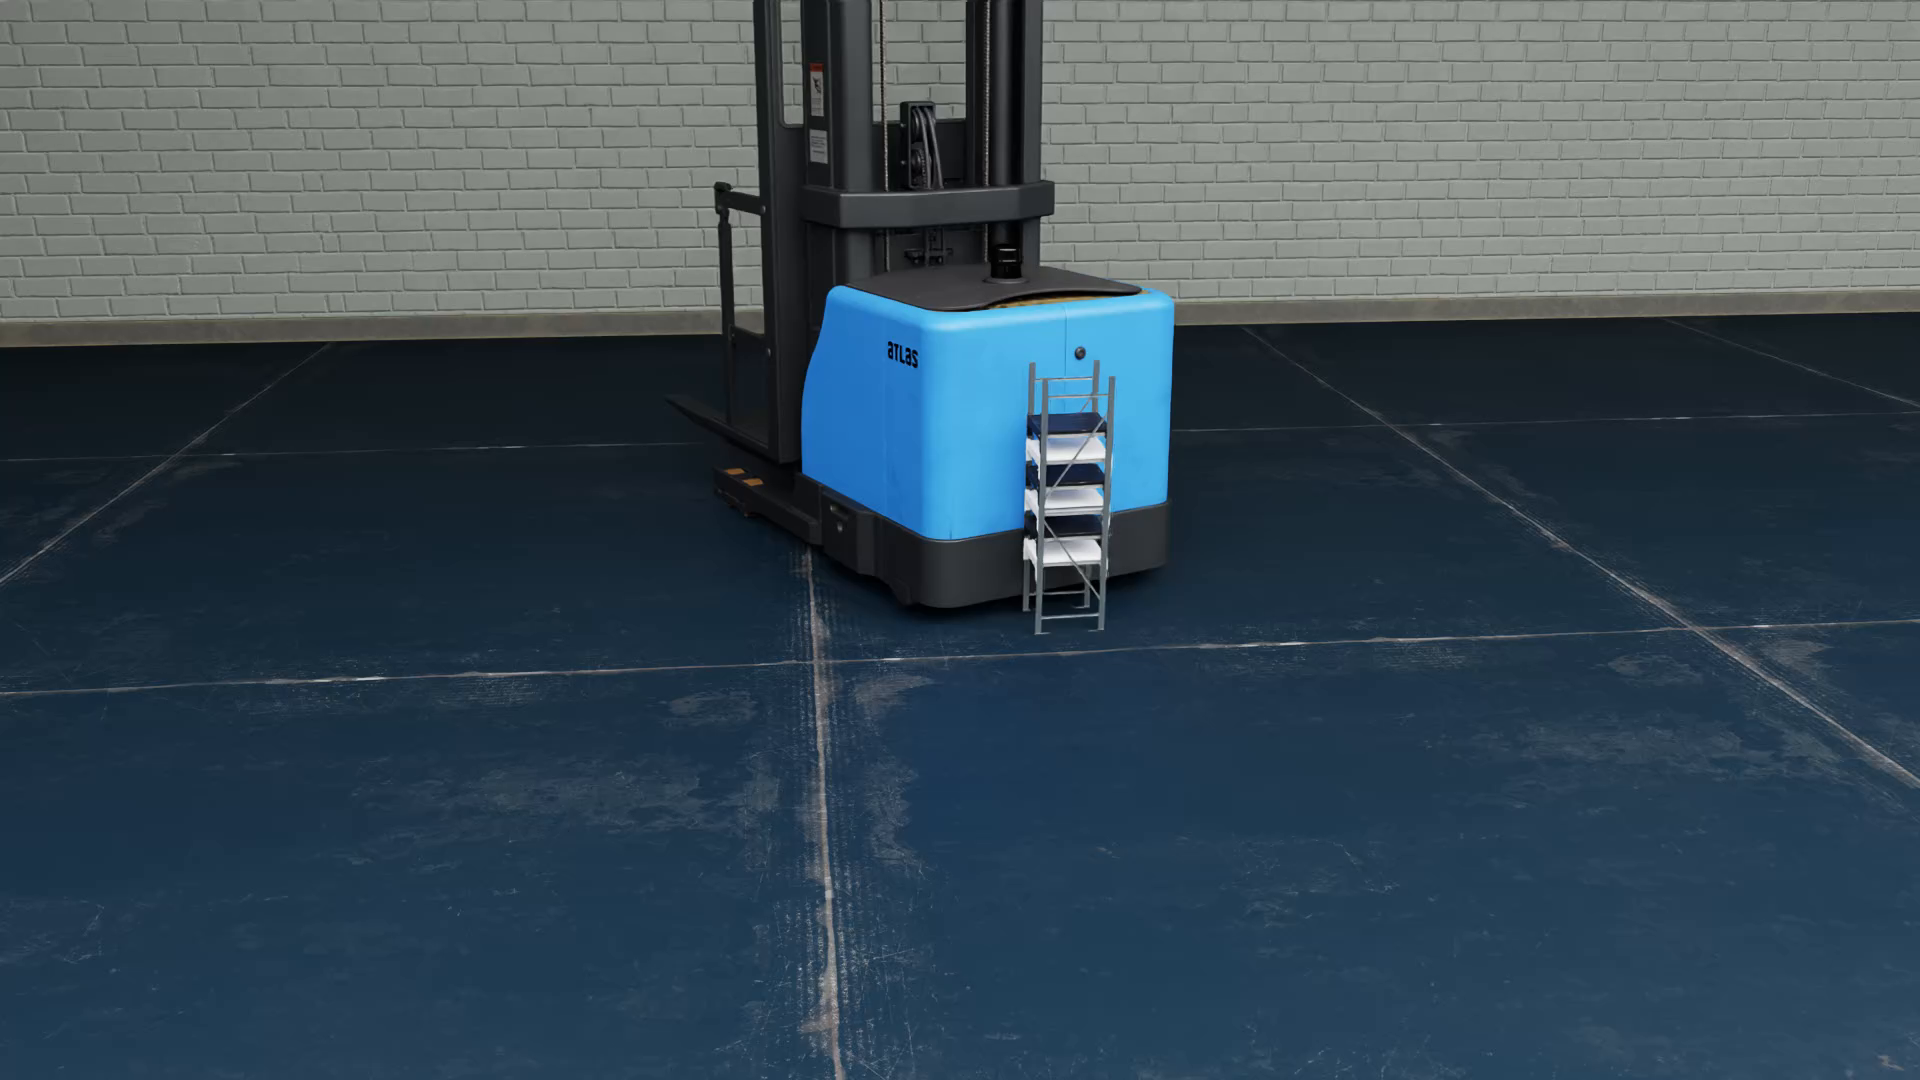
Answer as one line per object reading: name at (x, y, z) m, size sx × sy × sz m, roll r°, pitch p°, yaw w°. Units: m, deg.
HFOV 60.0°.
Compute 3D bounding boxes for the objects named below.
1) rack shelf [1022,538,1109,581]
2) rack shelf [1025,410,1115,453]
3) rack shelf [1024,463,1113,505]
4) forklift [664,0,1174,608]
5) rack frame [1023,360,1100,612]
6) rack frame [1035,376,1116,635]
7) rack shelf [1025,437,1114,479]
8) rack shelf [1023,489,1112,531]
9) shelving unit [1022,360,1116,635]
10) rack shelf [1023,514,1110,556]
rack shelf at (0.358, 0.060, 5.674) m, size 0.258 × 0.077 × 0.200 m, roll -3°, pitch 21°, yaw -9°
rack shelf at (0.363, -0.360, 5.512) m, size 0.258 × 0.077 × 0.200 m, roll -3°, pitch 21°, yaw -9°
rack shelf at (0.361, -0.192, 5.577) m, size 0.258 × 0.077 × 0.200 m, roll -3°, pitch 21°, yaw -9°
forklift at (-0.402, -1.555, 6.736) m, size 1.130 × 2.935 × 3.031 m, roll -10°, pitch 20°, yaw -29°
rack frame at (0.343, -0.175, 5.691) m, size 0.240 × 0.900 × 0.006 m, roll -3°, pitch 21°, yaw -9°
rack frame at (0.378, -0.103, 5.504) m, size 0.240 × 0.900 × 0.006 m, roll -3°, pitch 21°, yaw -9°
rack shelf at (0.362, -0.276, 5.545) m, size 0.258 × 0.077 × 0.200 m, roll -3°, pitch 21°, yaw -9°
rack shelf at (0.360, -0.108, 5.609) m, size 0.258 × 0.077 × 0.200 m, roll -3°, pitch 21°, yaw -9°
shelving unit at (0.361, -0.139, 5.597) m, size 0.258 × 0.900 × 0.210 m, roll -3°, pitch 21°, yaw -9°
rack shelf at (0.359, -0.024, 5.642) m, size 0.258 × 0.077 × 0.200 m, roll -3°, pitch 21°, yaw -9°
